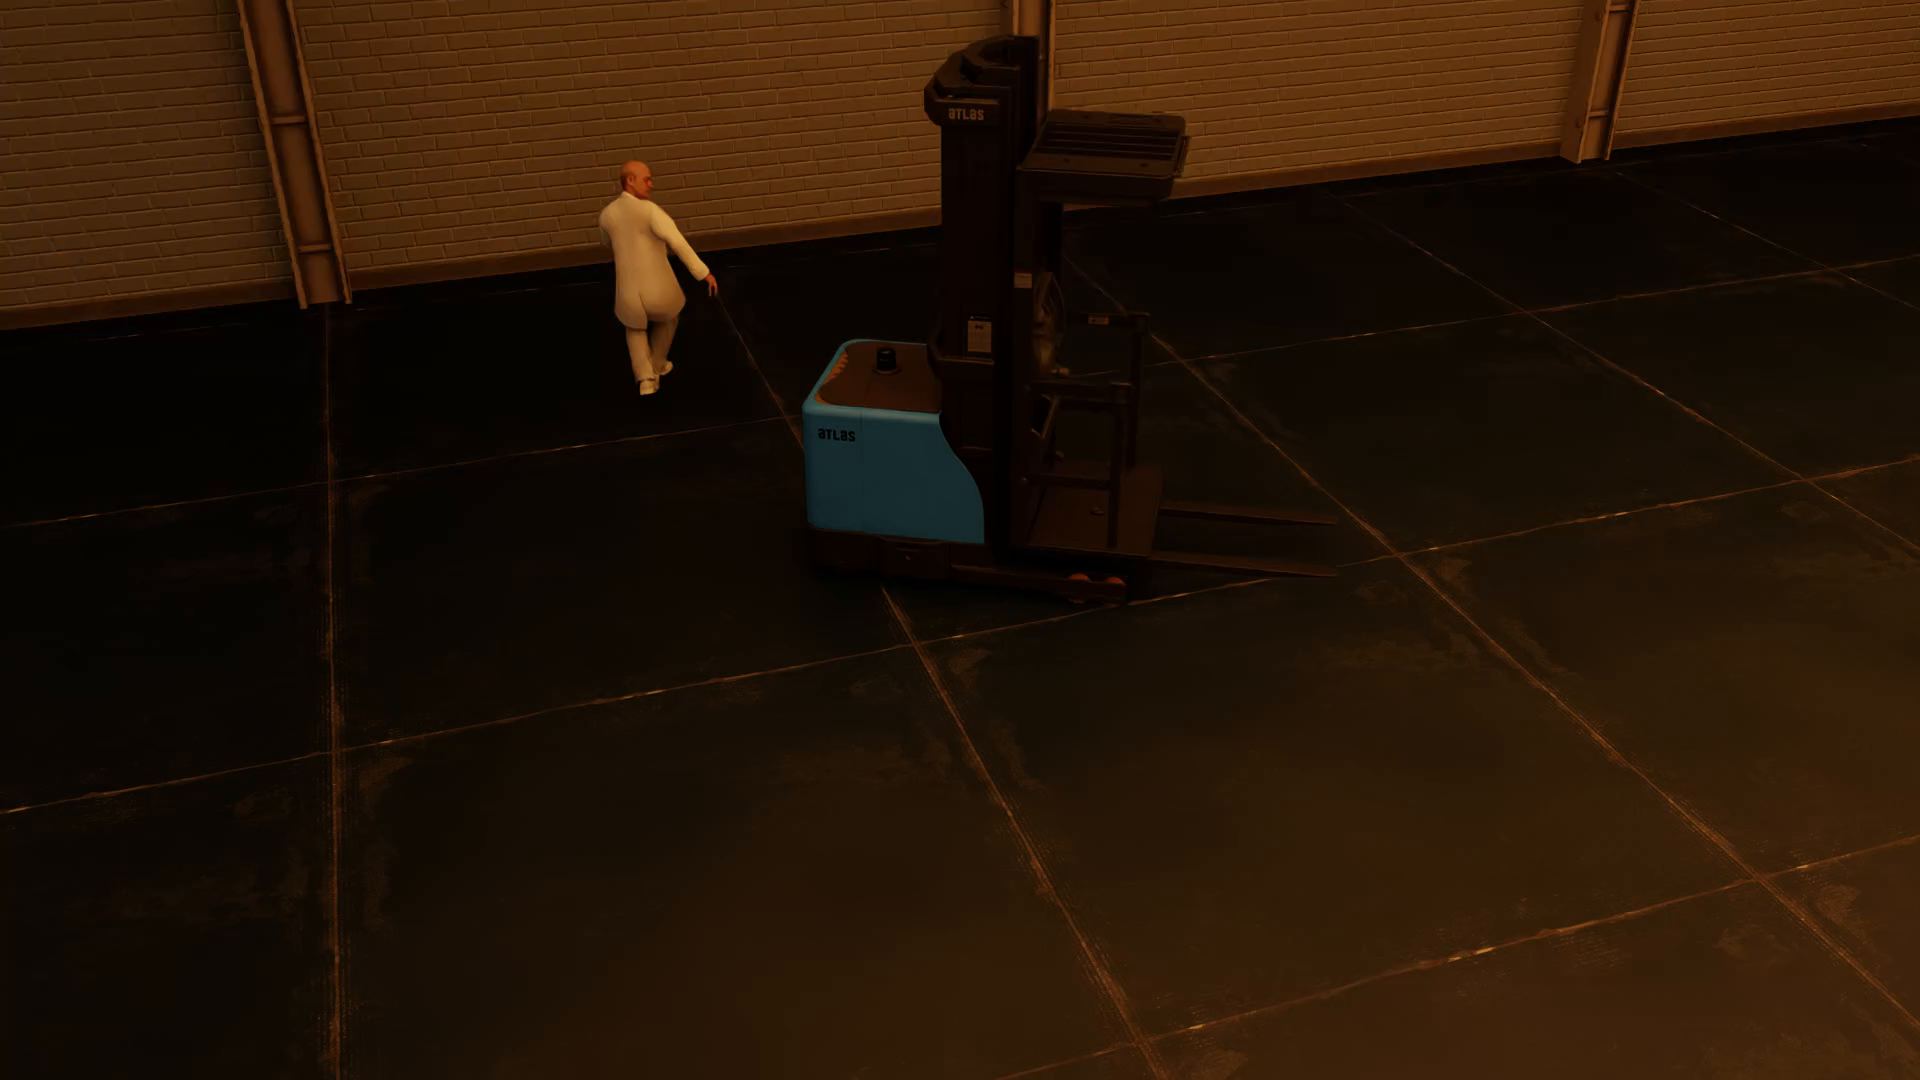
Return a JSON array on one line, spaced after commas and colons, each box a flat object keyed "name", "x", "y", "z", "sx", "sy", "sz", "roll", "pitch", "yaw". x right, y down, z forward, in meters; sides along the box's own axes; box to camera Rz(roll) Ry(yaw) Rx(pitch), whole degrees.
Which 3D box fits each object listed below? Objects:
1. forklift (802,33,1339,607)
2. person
[{"name": "forklift", "x": 0.677, "y": -1.183, "z": 9.143, "sx": 3.031, "sy": 2.935, "sz": 1.130, "roll": 6, "pitch": 30, "yaw": 9}, {"name": "person", "x": -2.073, "y": -1.818, "z": 11.568, "sx": 0.912, "sy": 1.644, "sz": 0.907, "roll": 6, "pitch": 30, "yaw": 10}]
